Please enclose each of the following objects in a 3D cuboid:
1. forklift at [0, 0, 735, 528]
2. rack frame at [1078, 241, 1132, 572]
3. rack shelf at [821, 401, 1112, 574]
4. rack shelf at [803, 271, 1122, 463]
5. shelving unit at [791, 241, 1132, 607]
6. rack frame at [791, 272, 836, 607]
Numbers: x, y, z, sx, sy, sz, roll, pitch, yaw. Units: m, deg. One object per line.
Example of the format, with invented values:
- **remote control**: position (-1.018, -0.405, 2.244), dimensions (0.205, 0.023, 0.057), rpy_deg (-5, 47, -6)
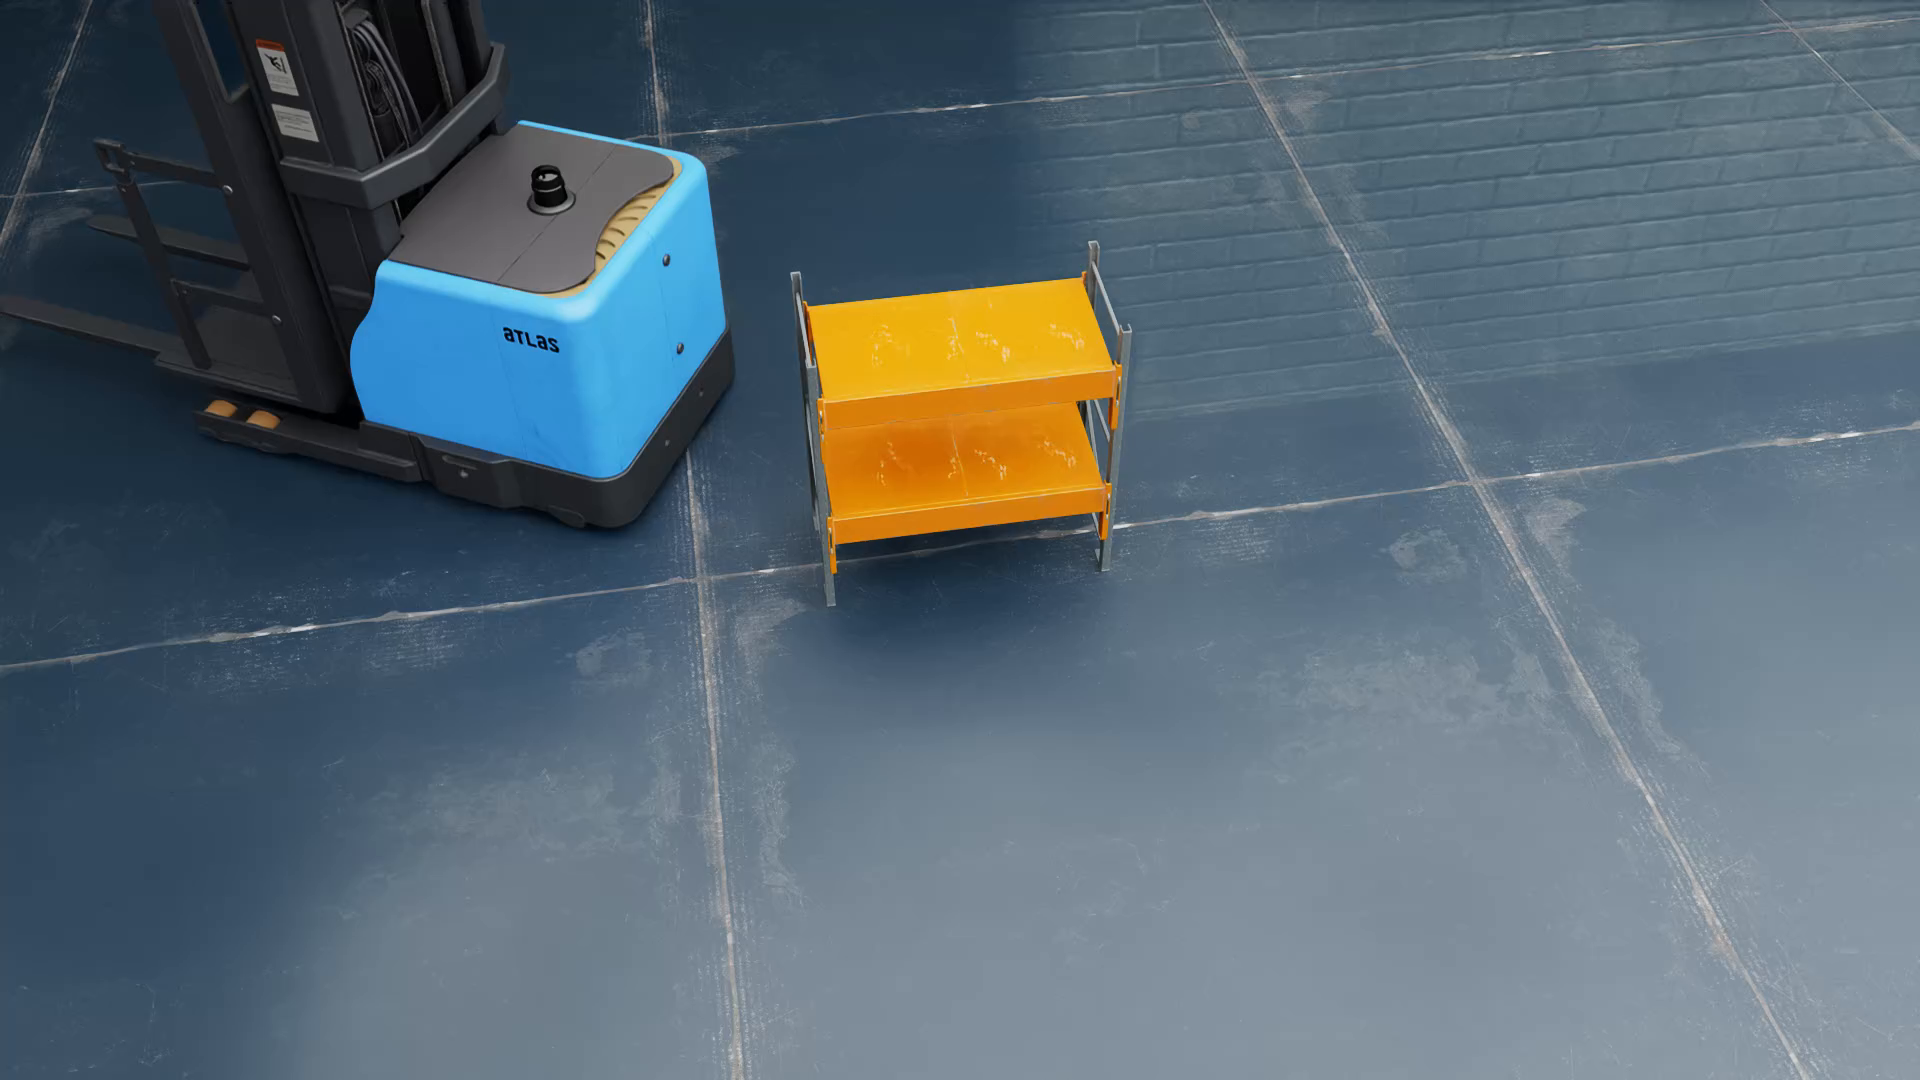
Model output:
- **forklift**: position (-2.494, -1.707, 5.860), dimensions (3.031, 2.935, 1.130), rpy_deg (14, 48, 13)
- **rack frame**: position (0.494, -0.452, 5.904), dimensions (0.032, 1.125, 0.500), rpy_deg (-7, 46, -7)
- **rack shelf**: position (-0.007, -0.220, 6.020), dimensions (1.000, 0.278, 0.538), rpy_deg (-7, 46, -7)
- **rack shelf**: position (-0.007, -0.593, 5.633), dimensions (1.000, 0.278, 0.538), rpy_deg (-7, 46, -7)
- **shelving unit**: position (-0.007, -0.389, 5.844), dimensions (1.048, 1.125, 0.538), rpy_deg (-7, 46, -7)
- **rack frame**: position (-0.508, -0.327, 5.784), dimensions (0.032, 1.125, 0.500), rpy_deg (-7, 46, -7)
